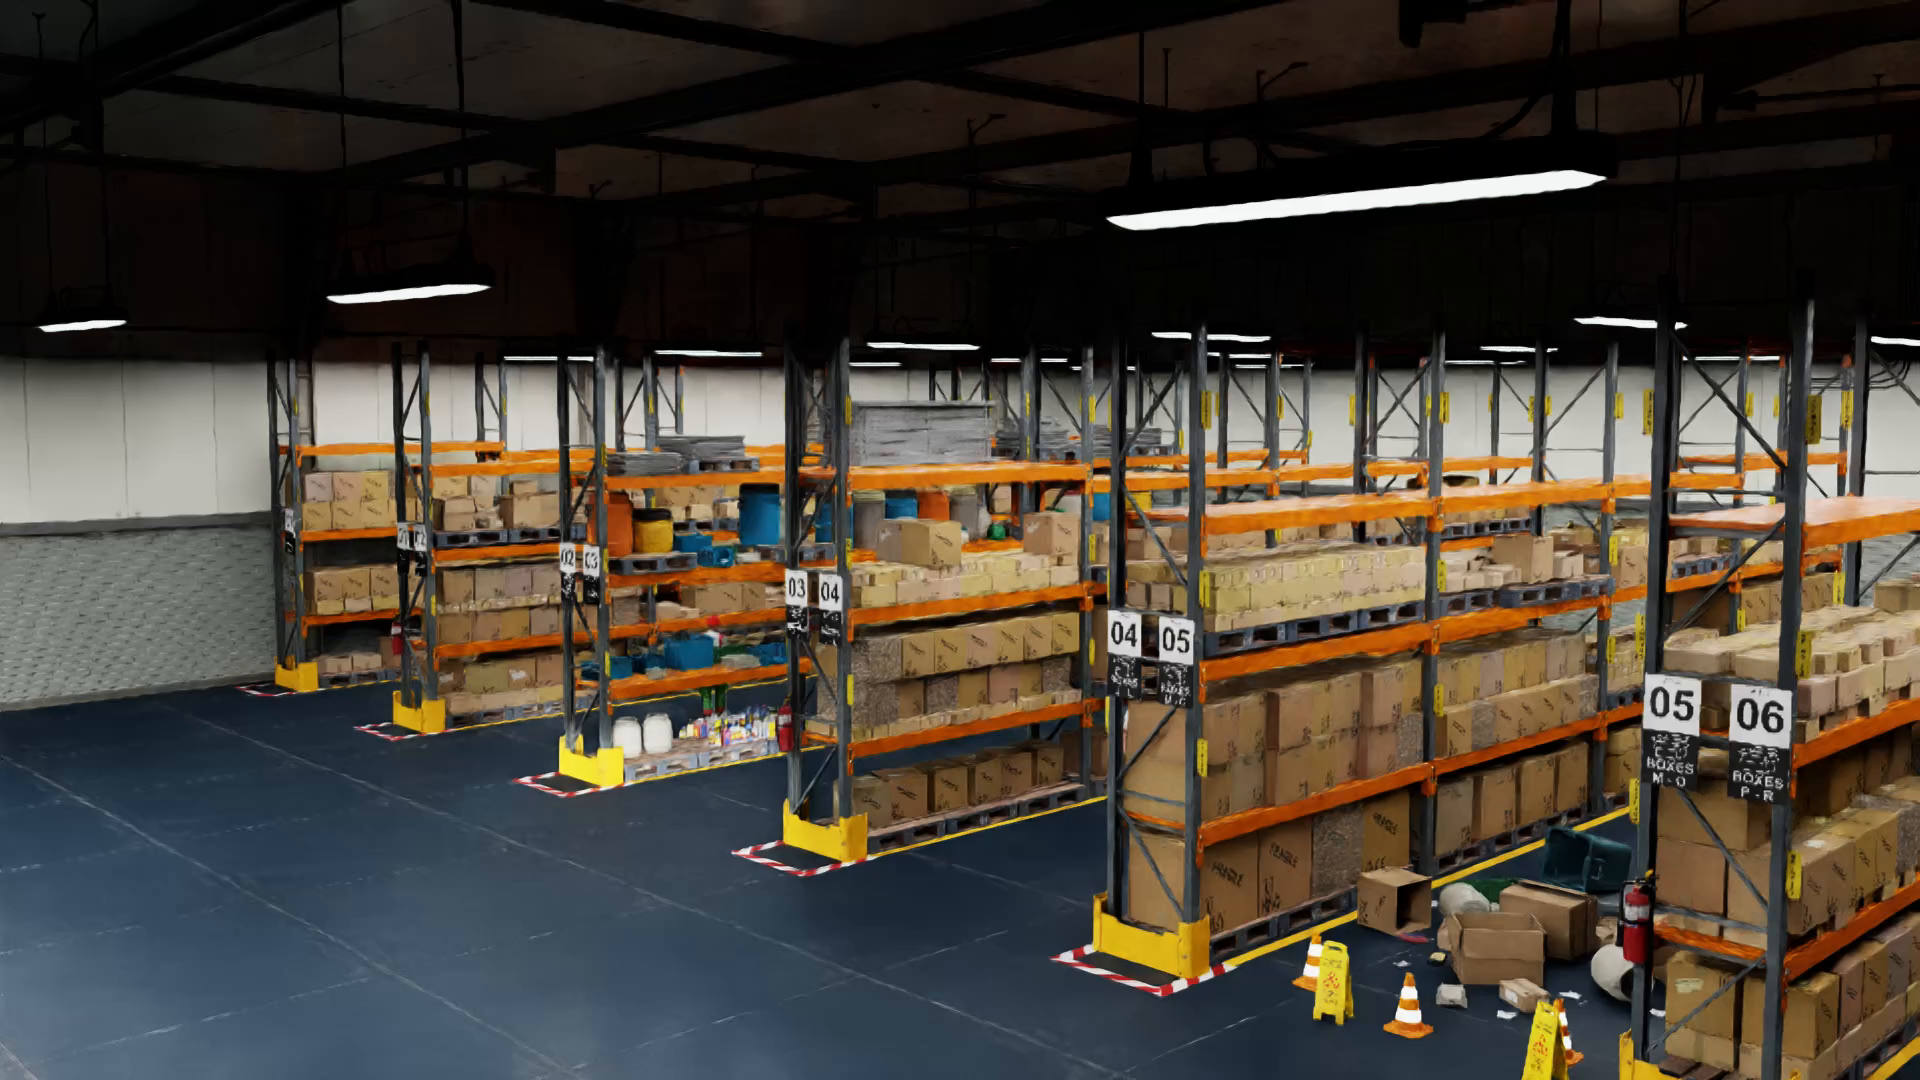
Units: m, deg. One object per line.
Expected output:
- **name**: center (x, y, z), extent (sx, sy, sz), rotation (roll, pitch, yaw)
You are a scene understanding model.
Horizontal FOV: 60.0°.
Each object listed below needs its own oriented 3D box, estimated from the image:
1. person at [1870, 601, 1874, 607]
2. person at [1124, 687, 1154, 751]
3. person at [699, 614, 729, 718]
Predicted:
- **person**: center (15.667, 1.871, 28.303), extent (0.973, 1.716, 0.615), rotation (-2, 5, -22)
- **person**: center (2.280, 2.581, 20.023), extent (0.701, 1.693, 0.857), rotation (3, 6, 29)
- **person**: center (-3.805, 2.035, 25.734), extent (0.664, 1.785, 0.581), rotation (-2, 5, -19)
